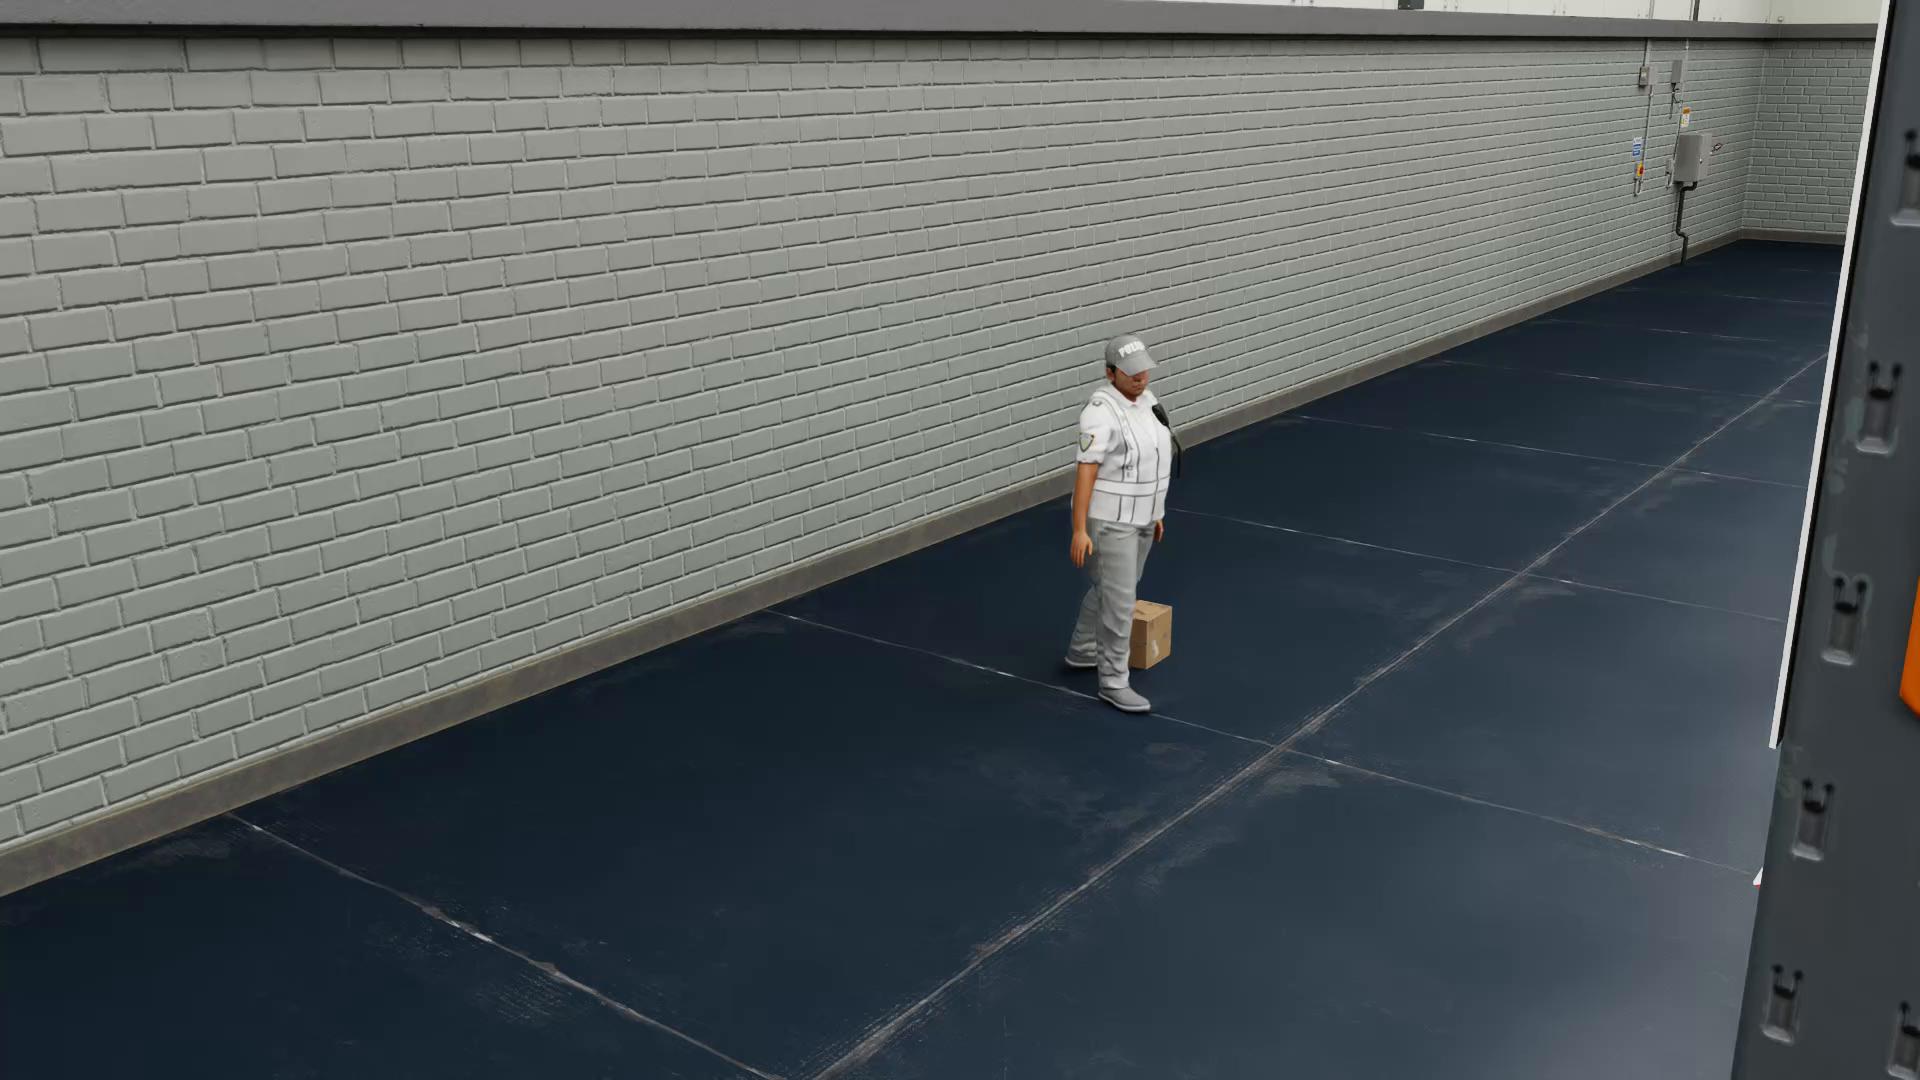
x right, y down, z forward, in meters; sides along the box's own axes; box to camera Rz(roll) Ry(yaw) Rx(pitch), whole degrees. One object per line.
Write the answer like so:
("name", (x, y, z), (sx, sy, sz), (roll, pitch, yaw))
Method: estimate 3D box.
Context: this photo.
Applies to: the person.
("person", (0.679, -0.103, 7.377), (0.596, 1.649, 0.645), (12, 21, 36))
